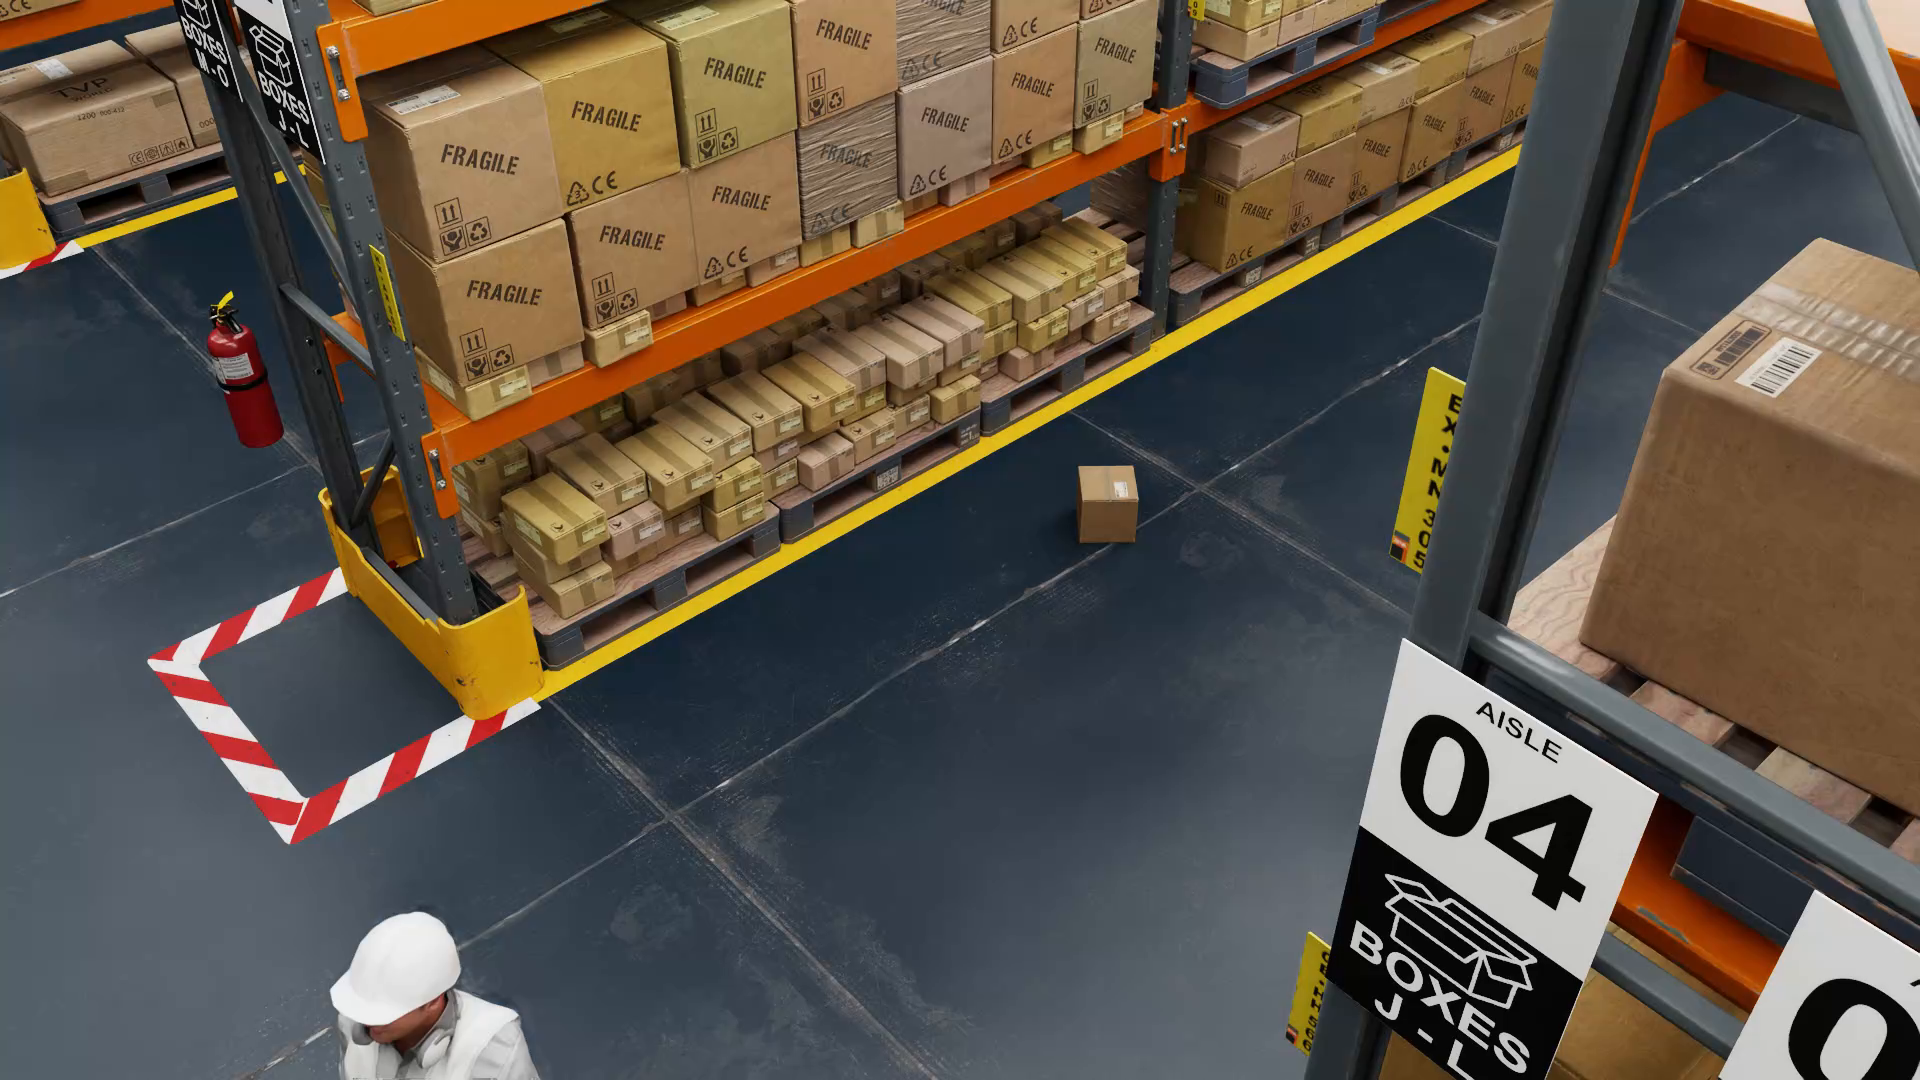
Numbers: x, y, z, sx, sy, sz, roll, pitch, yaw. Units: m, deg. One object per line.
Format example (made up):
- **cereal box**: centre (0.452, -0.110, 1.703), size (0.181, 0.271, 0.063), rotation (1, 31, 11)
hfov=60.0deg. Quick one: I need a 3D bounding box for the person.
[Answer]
- **person**: centre (-1.279, 1.608, 4.204), size (0.570, 1.837, 0.533), rotation (17, 42, 19)
